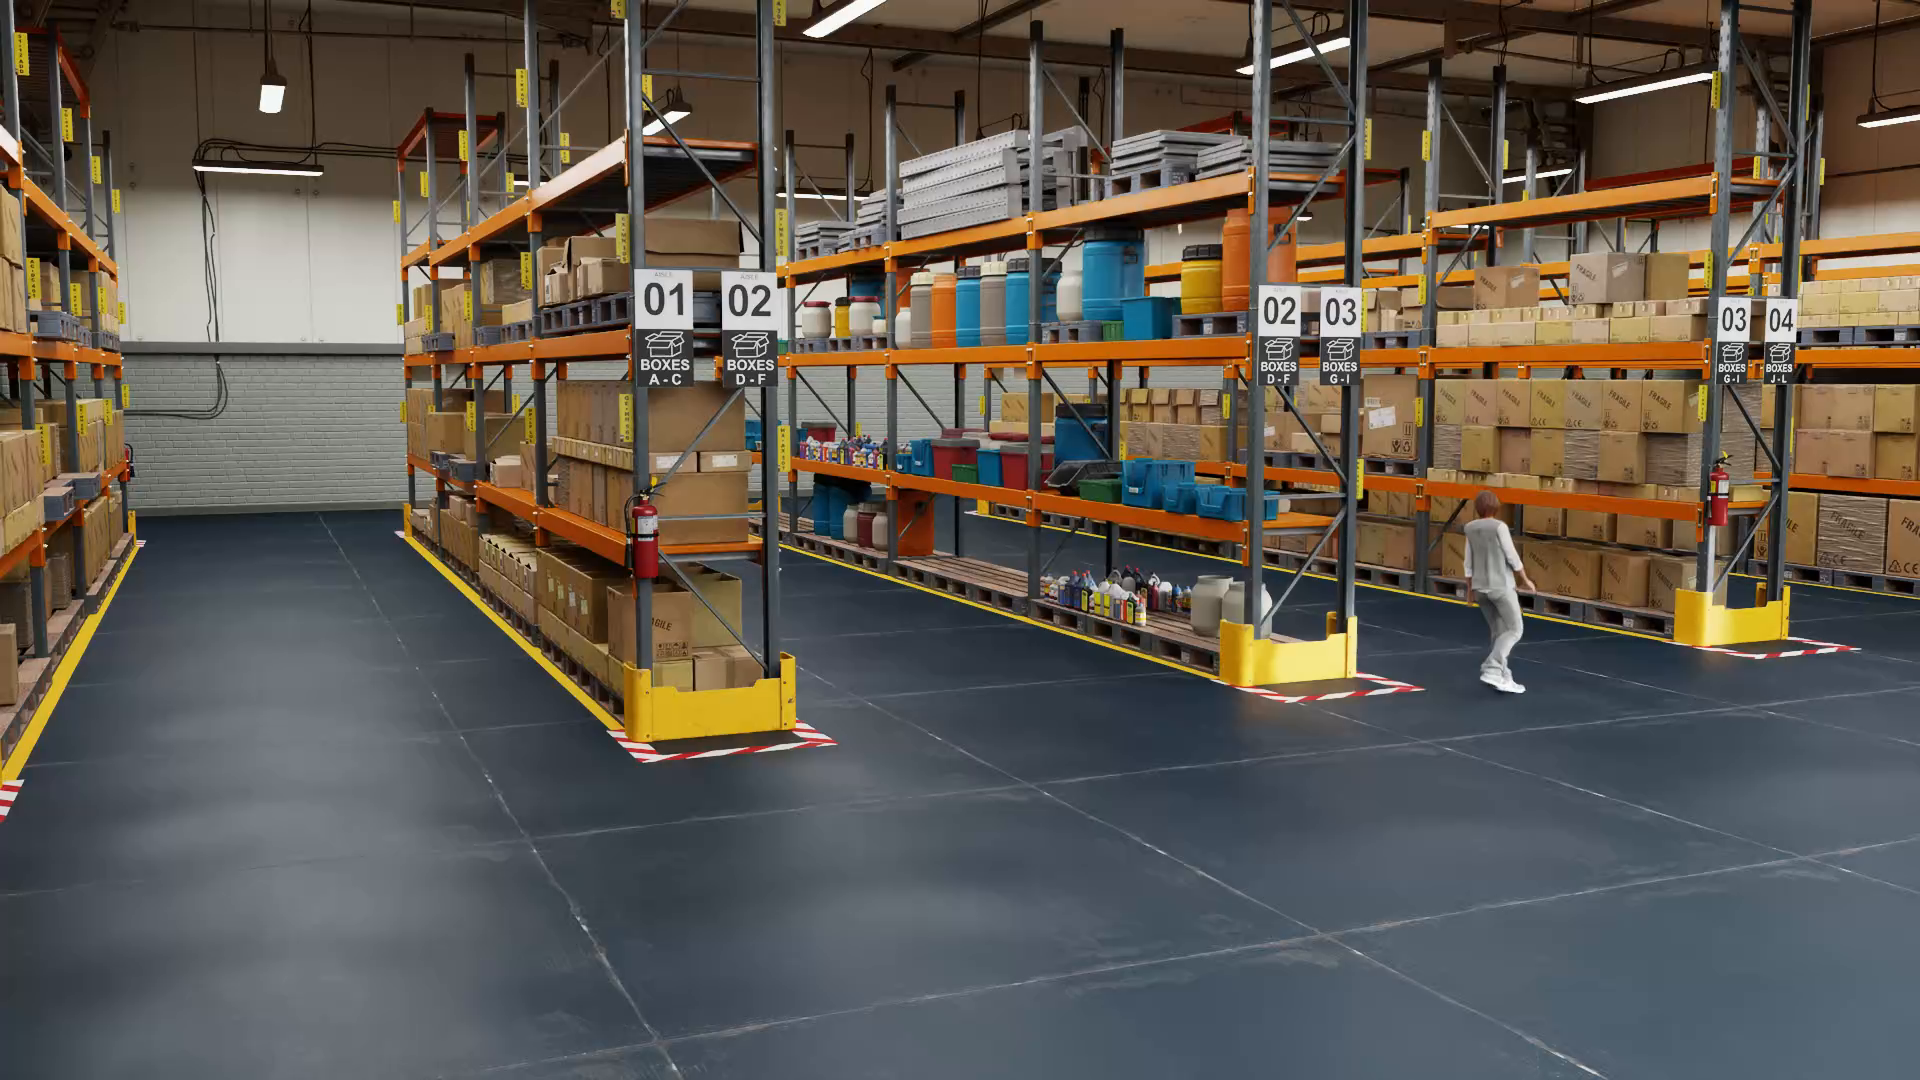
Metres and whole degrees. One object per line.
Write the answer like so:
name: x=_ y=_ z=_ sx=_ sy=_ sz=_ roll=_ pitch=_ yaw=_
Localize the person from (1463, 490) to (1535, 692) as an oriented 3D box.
person: x=4.193 y=0.408 z=13.035 sx=0.530 sy=1.594 sz=0.464 roll=-3 pitch=6 yaw=-29
